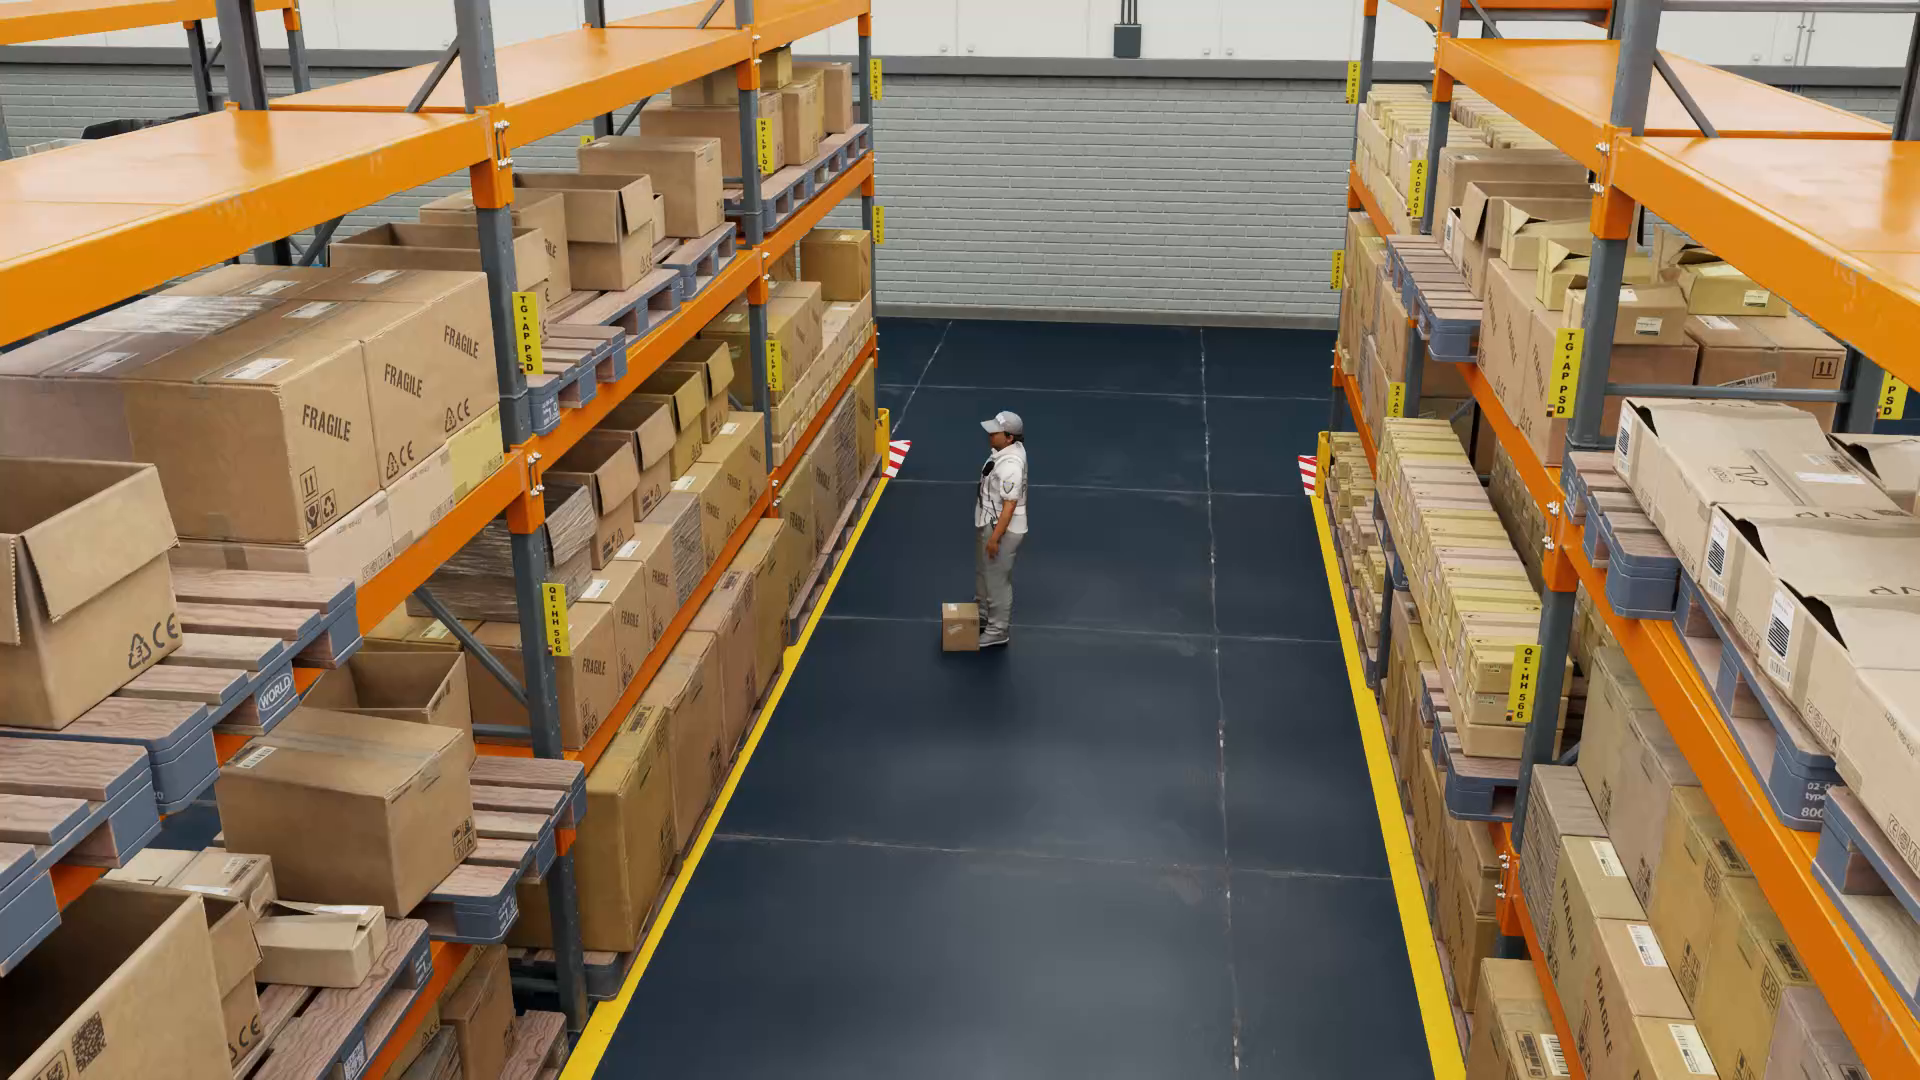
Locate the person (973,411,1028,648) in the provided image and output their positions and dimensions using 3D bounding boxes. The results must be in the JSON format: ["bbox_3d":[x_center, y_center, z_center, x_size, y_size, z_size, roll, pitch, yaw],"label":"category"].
[{"bbox_3d":[0.192,-0.084,11.263,0.529,1.671,0.599,0,21,0],"label":"person"}]
